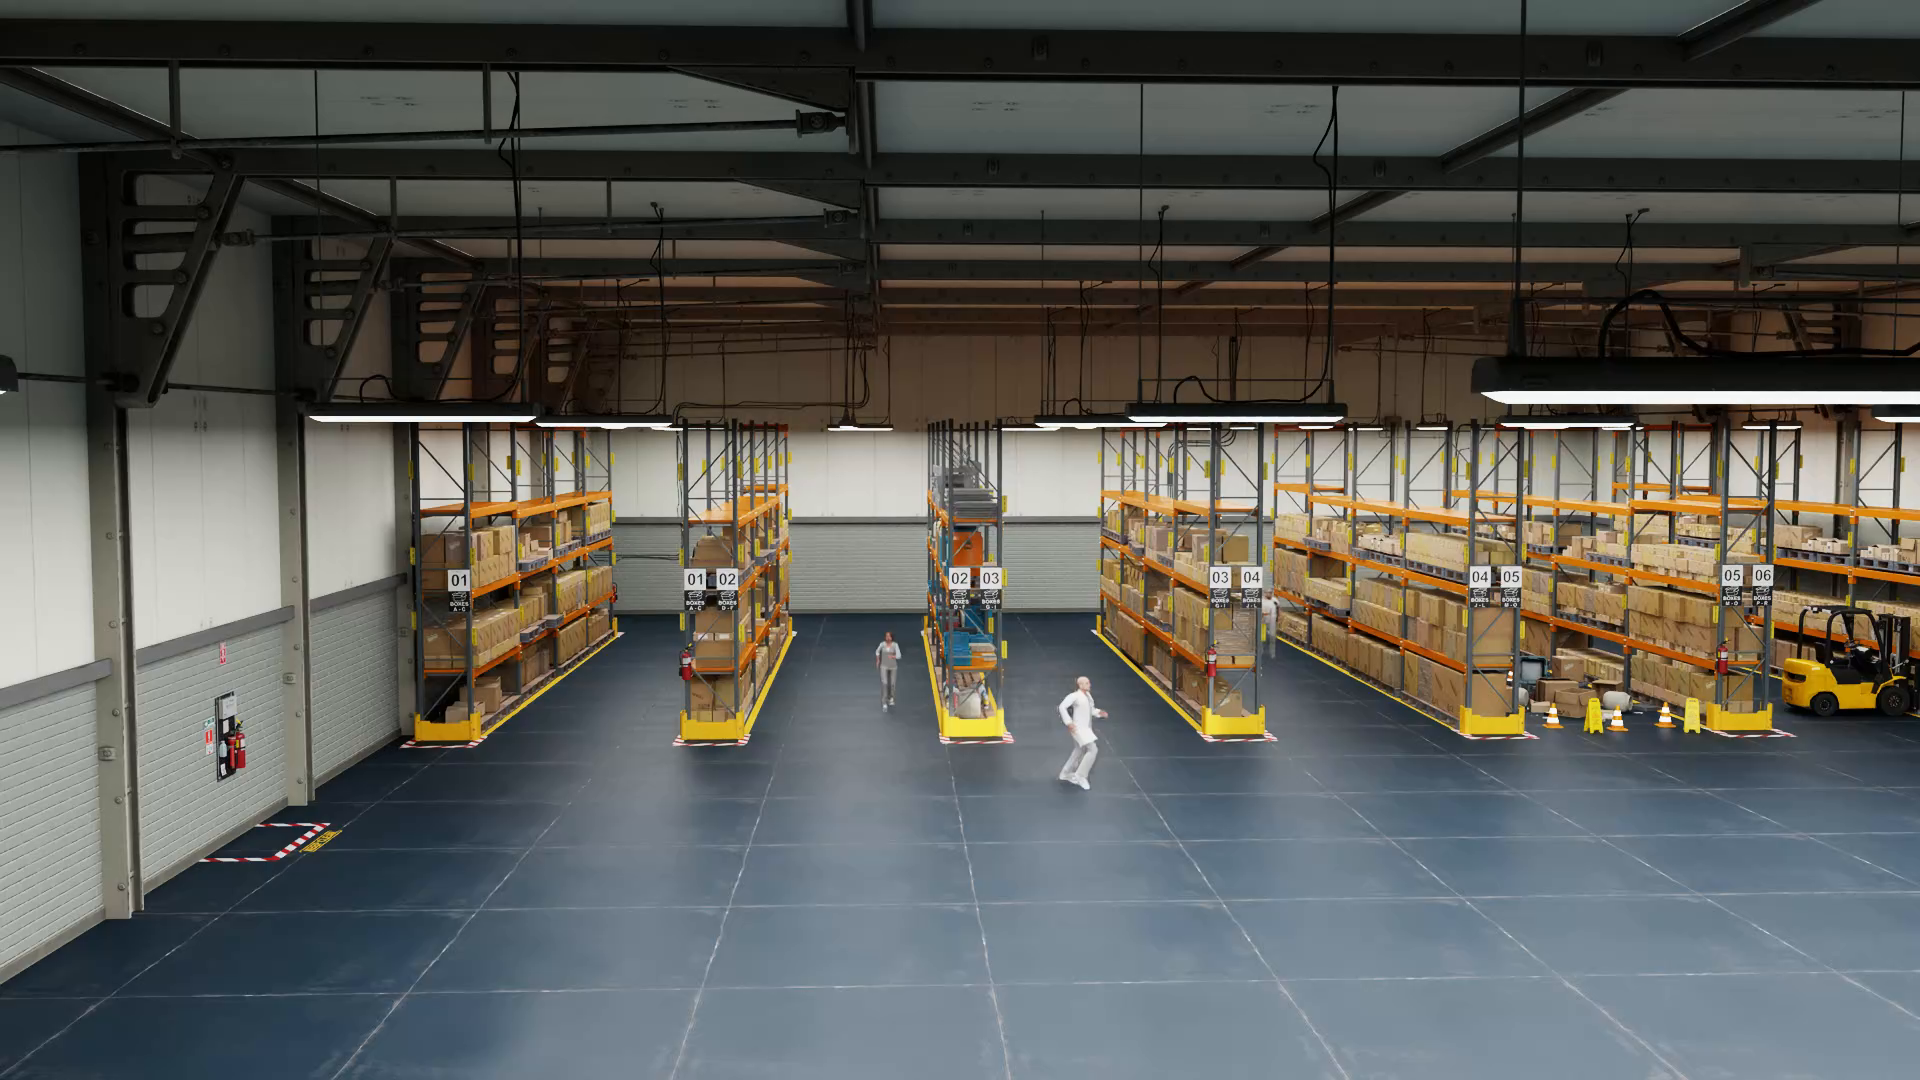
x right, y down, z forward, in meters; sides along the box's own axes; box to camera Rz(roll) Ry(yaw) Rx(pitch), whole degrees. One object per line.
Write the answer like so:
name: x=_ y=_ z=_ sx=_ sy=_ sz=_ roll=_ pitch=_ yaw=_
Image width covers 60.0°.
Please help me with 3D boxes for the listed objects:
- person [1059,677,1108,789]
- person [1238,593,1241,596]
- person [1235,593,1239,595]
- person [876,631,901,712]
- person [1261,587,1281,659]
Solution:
person: x=1.993 y=3.123 z=26.991 sx=0.808 sy=1.822 sz=0.693 roll=1 pitch=4 yaw=22
person: x=7.788 y=1.988 z=44.751 sx=0.670 sy=1.758 sz=0.669 roll=0 pitch=4 yaw=4
person: x=7.851 y=1.935 z=46.234 sx=0.690 sy=1.686 sz=0.644 roll=0 pitch=4 yaw=4
person: x=-1.485 y=2.702 z=34.524 sx=0.516 sy=1.626 sz=0.759 roll=0 pitch=4 yaw=-3
person: x=7.909 y=2.110 z=42.666 sx=0.681 sy=1.833 sz=0.845 roll=0 pitch=4 yaw=-2
